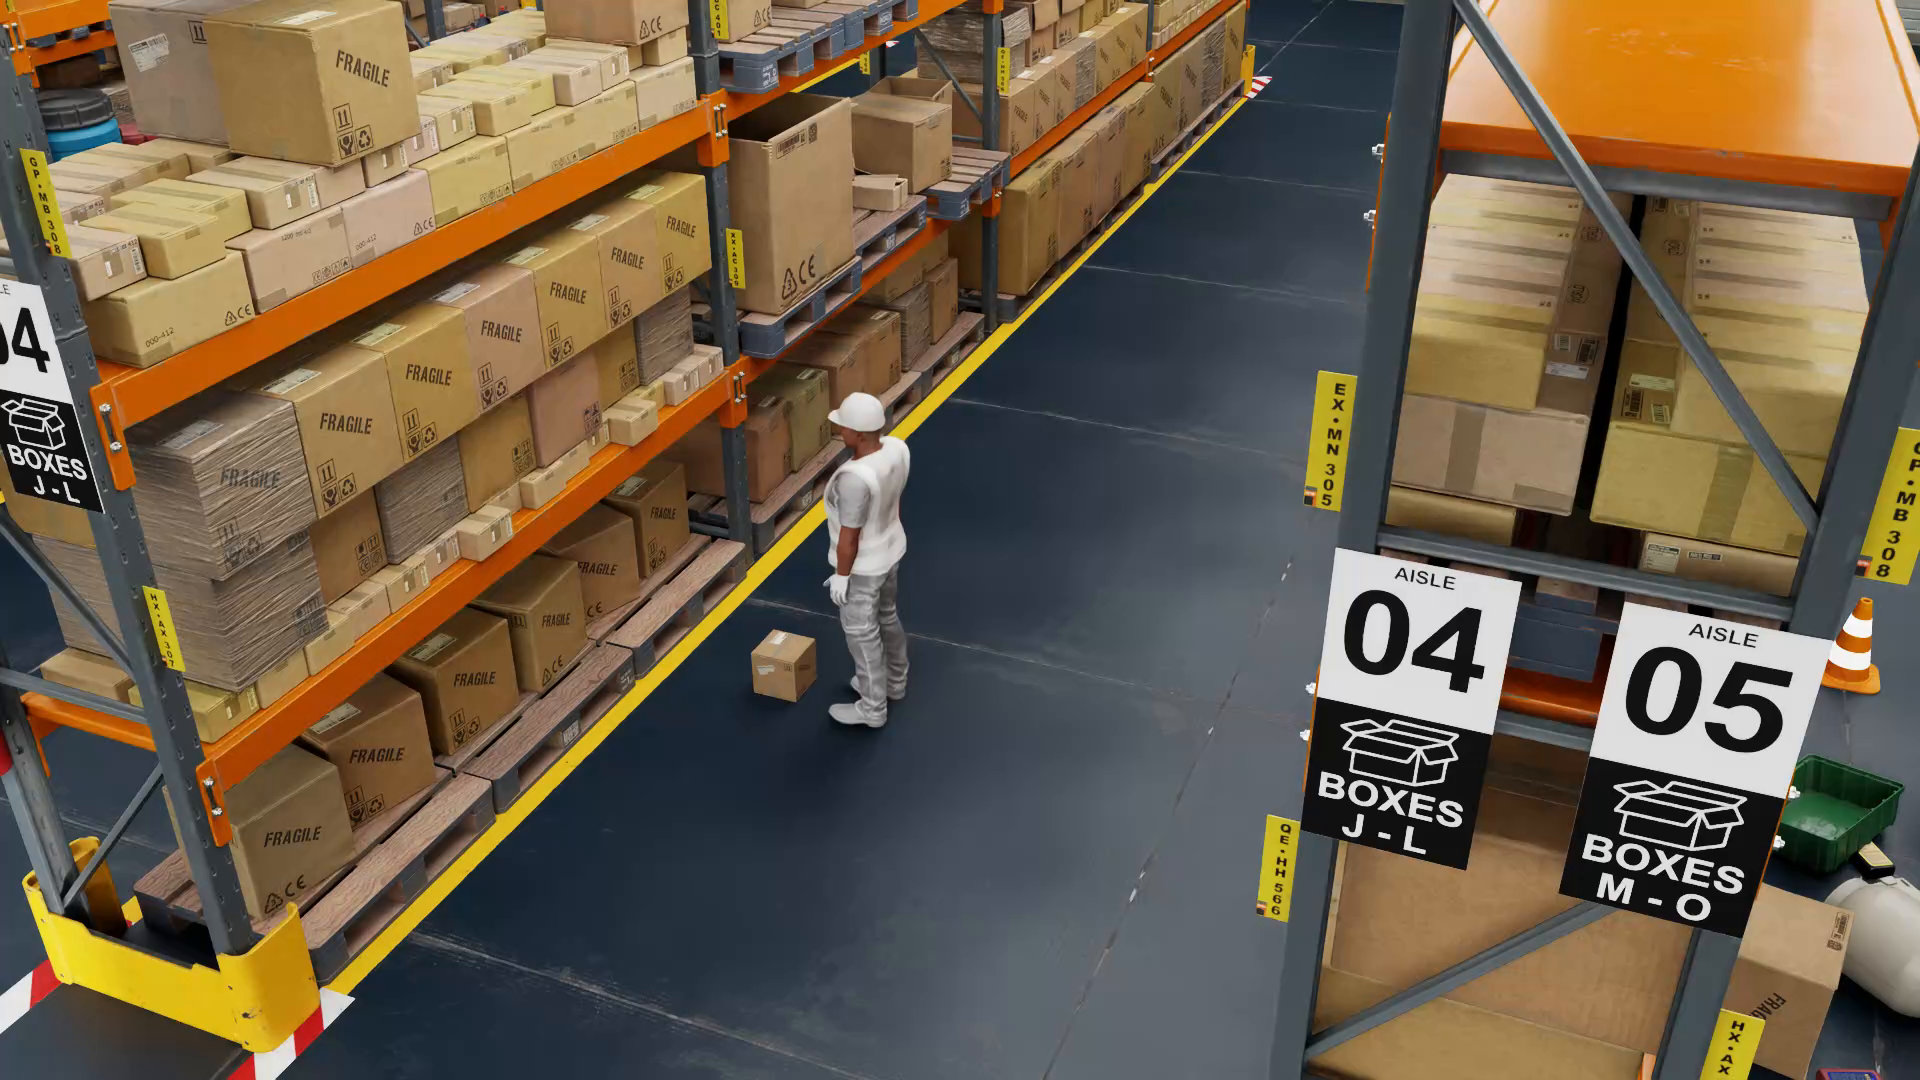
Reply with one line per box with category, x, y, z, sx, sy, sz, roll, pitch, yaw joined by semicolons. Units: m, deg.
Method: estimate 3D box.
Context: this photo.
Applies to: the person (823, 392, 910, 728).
person;-0.470;0.094;8.211;0.356;1.784;0.545;12;32;21
